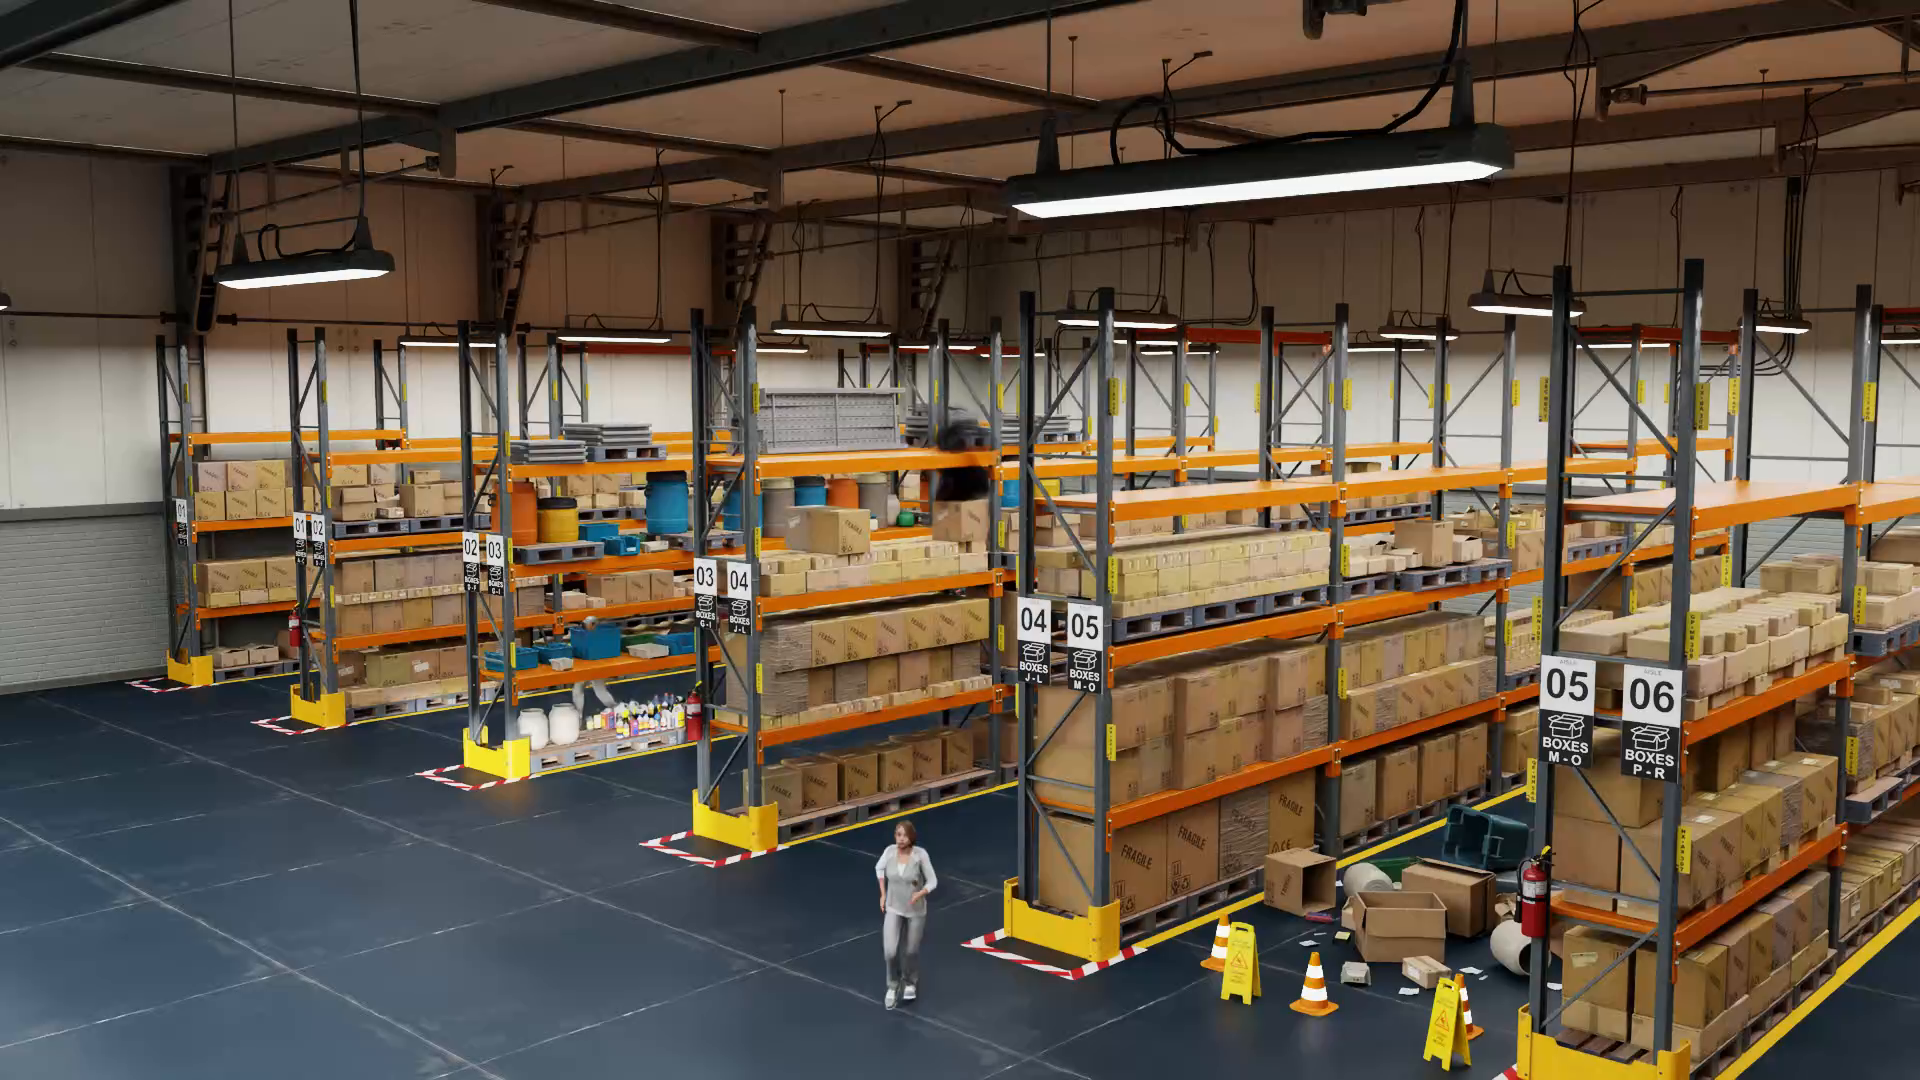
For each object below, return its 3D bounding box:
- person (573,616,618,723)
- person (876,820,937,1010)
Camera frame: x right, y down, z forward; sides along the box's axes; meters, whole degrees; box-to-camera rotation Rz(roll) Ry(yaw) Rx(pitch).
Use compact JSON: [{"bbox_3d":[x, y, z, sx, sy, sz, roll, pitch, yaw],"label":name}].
[{"bbox_3d":[-5.539,1.974,25.021,0.594,1.689,0.895,4,6,34],"label":"person"},{"bbox_3d":[-0.451,3.089,13.710,0.534,1.592,0.658,0,5,4],"label":"person"}]
